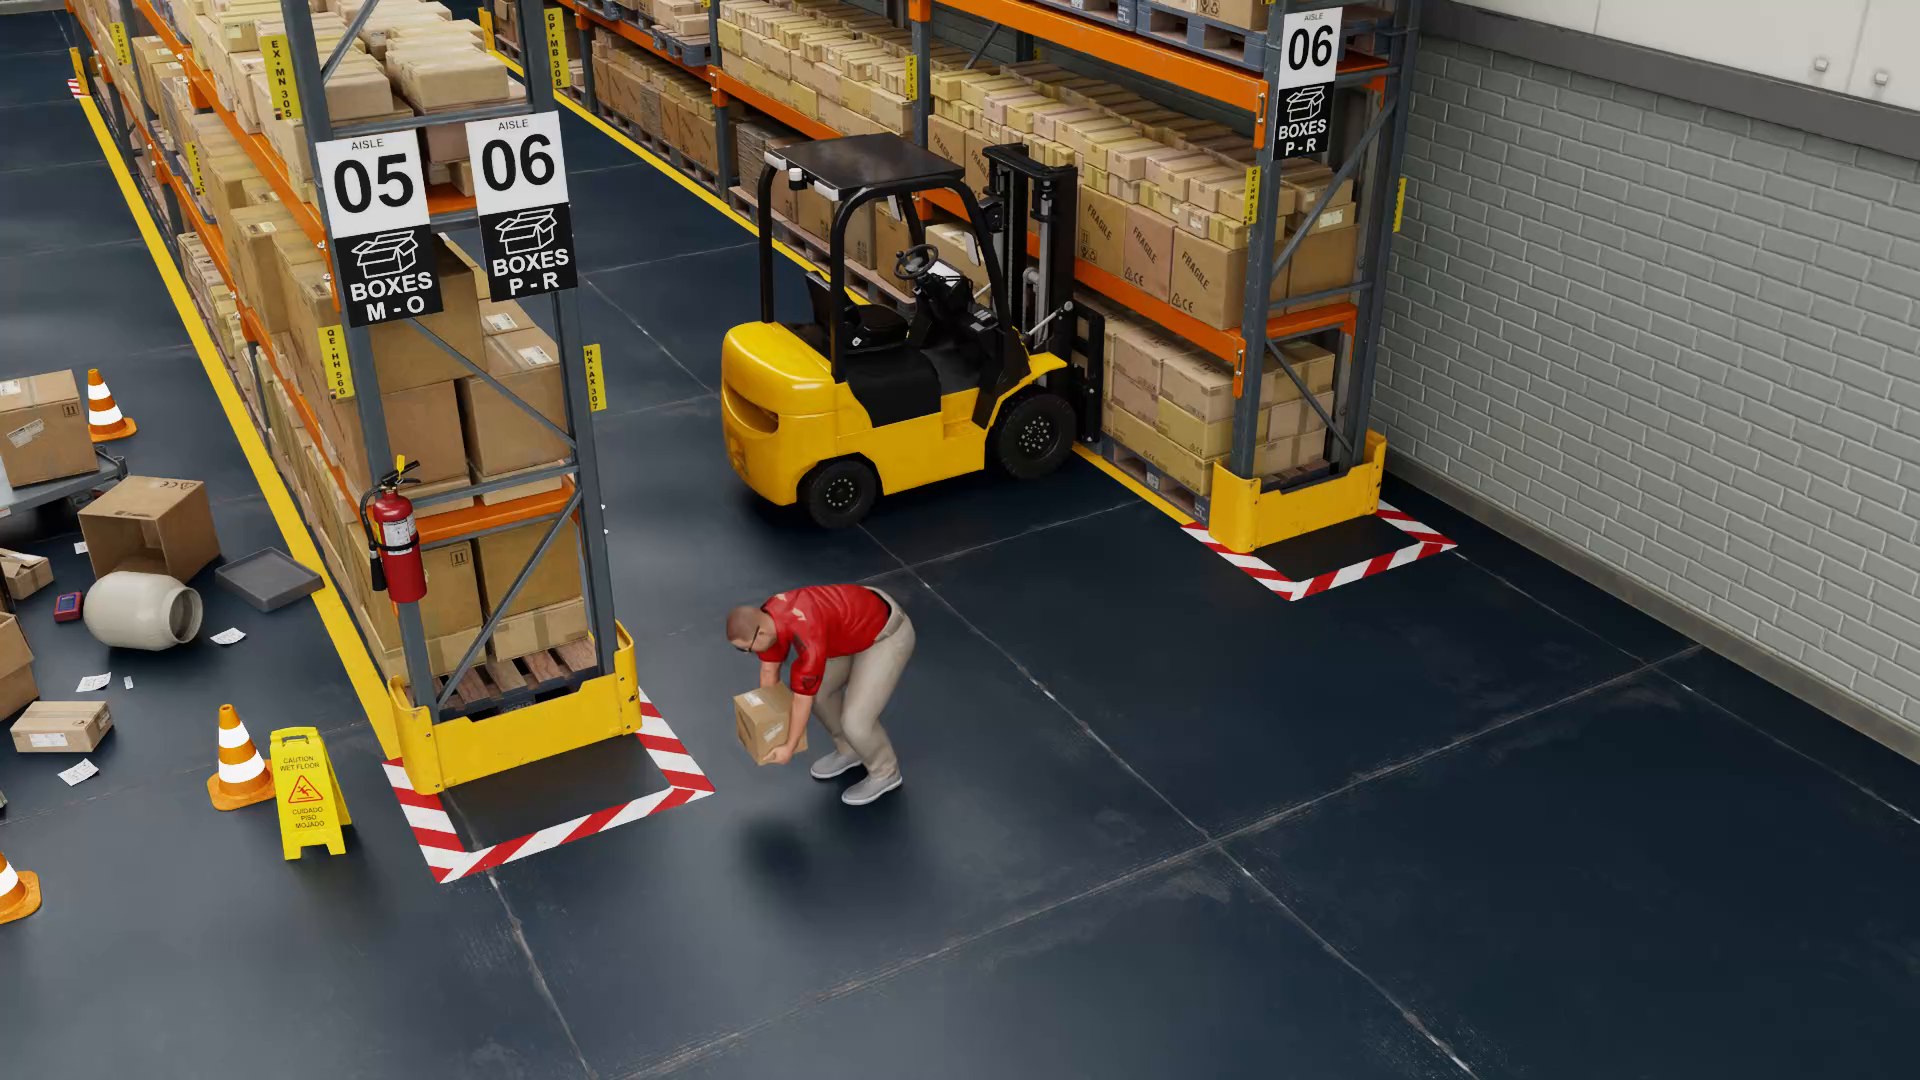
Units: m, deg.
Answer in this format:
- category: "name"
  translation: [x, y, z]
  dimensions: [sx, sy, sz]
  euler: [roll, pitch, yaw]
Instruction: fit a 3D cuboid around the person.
- category: "person"
  translation: [-0.653, 0.715, 7.867]
  dimensions: [0.931, 1.169, 0.508]
  euler: [-17, 33, -28]
